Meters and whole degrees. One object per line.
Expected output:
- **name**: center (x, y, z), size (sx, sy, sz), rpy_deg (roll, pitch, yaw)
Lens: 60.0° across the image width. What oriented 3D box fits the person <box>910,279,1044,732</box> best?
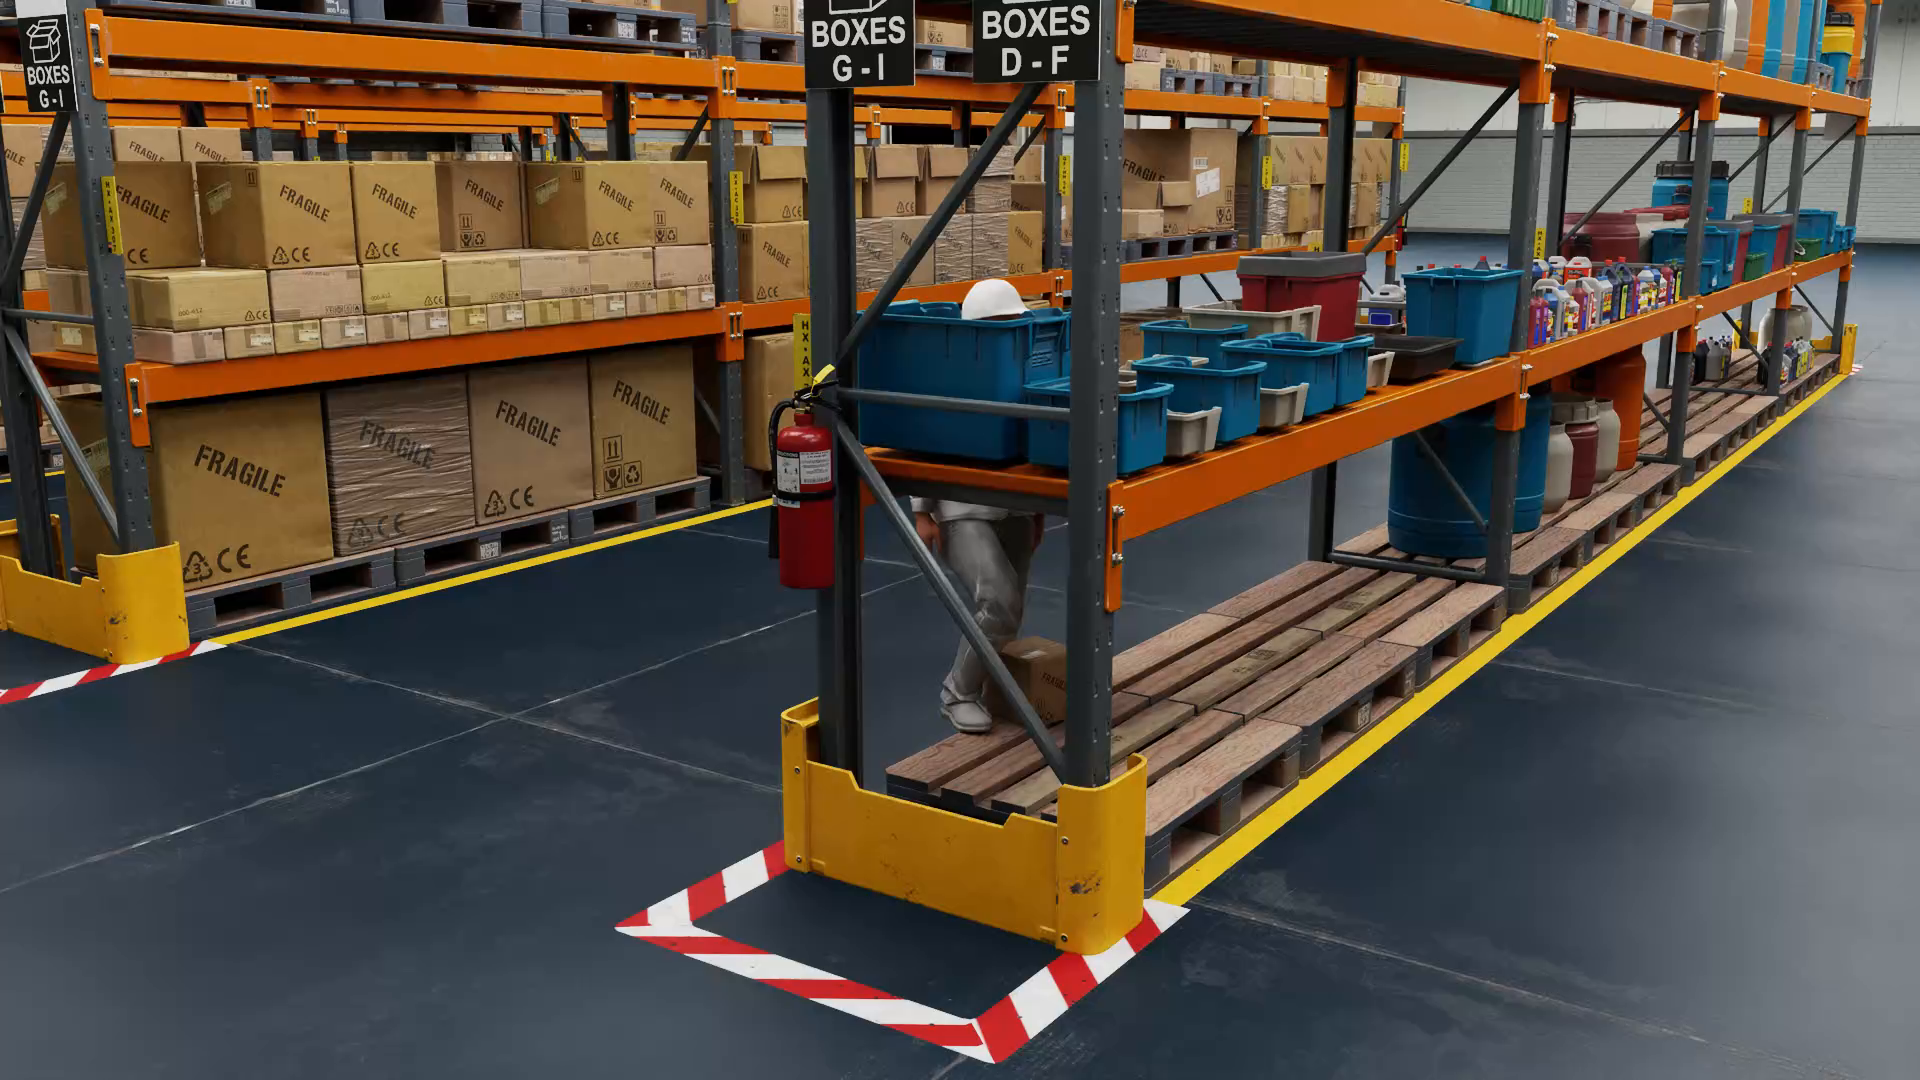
- **person**: center (0.141, -0.054, 6.110), size (0.637, 1.778, 0.609), rpy_deg (-10, 16, -38)
